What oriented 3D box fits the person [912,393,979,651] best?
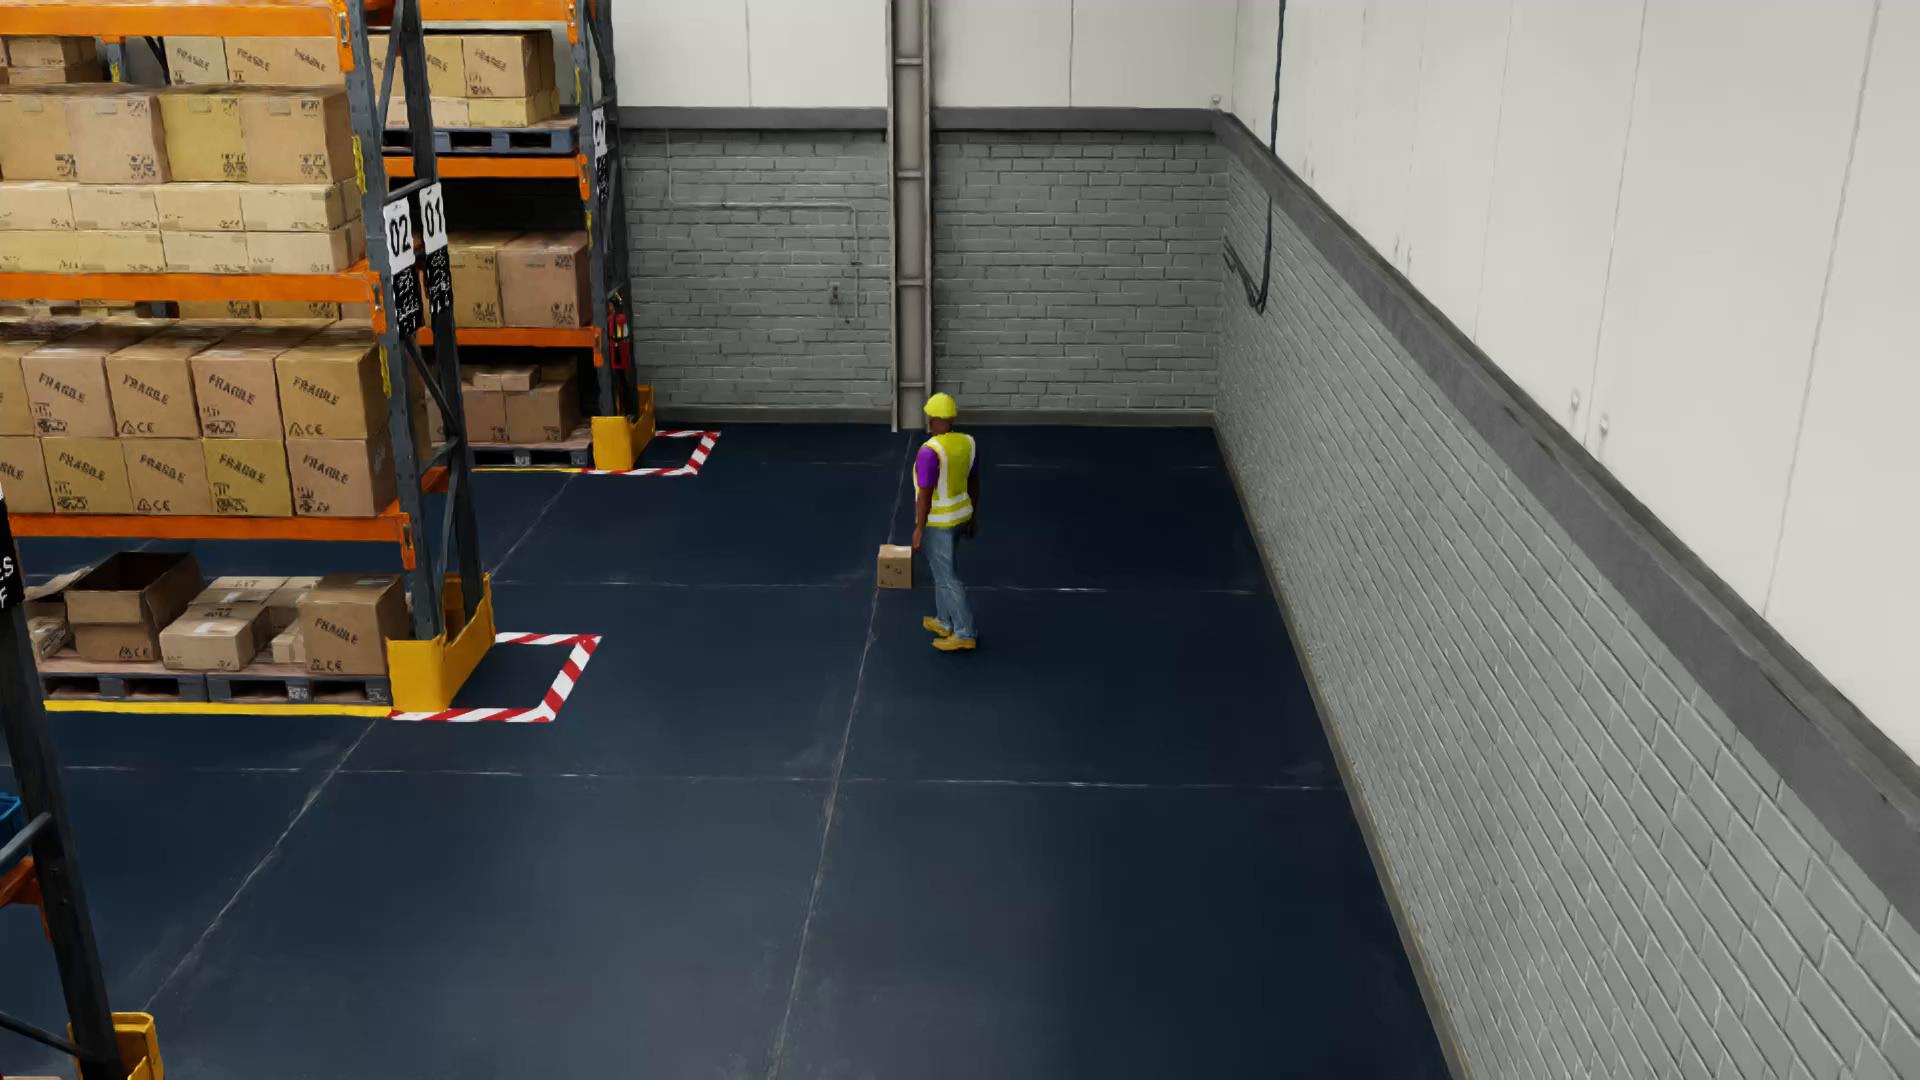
[{"bbox_3d":[-0.083,-0.130,11.399,0.580,1.755,0.600,14,25,33],"label":"person"}]
